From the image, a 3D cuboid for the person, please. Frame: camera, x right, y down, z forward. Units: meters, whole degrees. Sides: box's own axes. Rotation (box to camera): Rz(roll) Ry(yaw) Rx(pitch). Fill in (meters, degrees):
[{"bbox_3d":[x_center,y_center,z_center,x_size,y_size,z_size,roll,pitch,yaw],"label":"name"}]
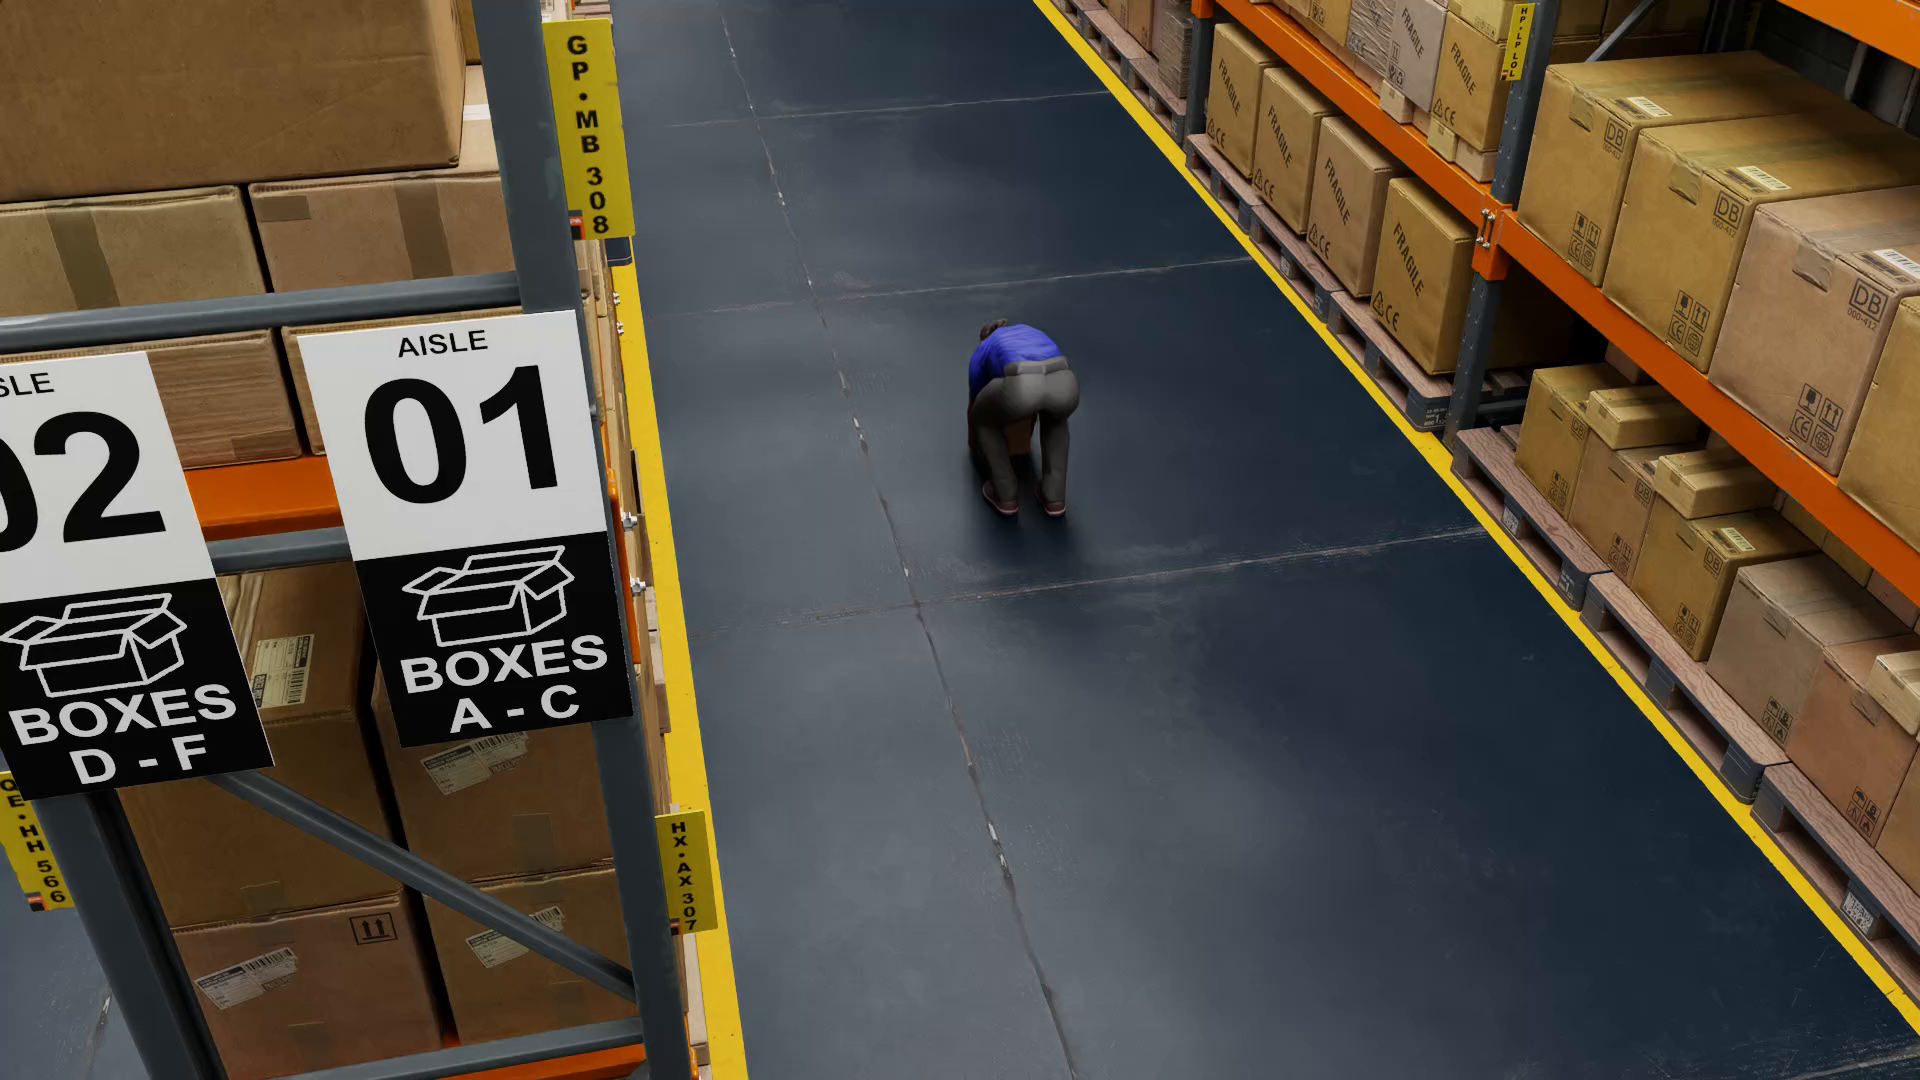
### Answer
[{"bbox_3d":[0.296,-0.866,7.415,0.451,1.651,0.515,-7,35,-10],"label":"person"}]
